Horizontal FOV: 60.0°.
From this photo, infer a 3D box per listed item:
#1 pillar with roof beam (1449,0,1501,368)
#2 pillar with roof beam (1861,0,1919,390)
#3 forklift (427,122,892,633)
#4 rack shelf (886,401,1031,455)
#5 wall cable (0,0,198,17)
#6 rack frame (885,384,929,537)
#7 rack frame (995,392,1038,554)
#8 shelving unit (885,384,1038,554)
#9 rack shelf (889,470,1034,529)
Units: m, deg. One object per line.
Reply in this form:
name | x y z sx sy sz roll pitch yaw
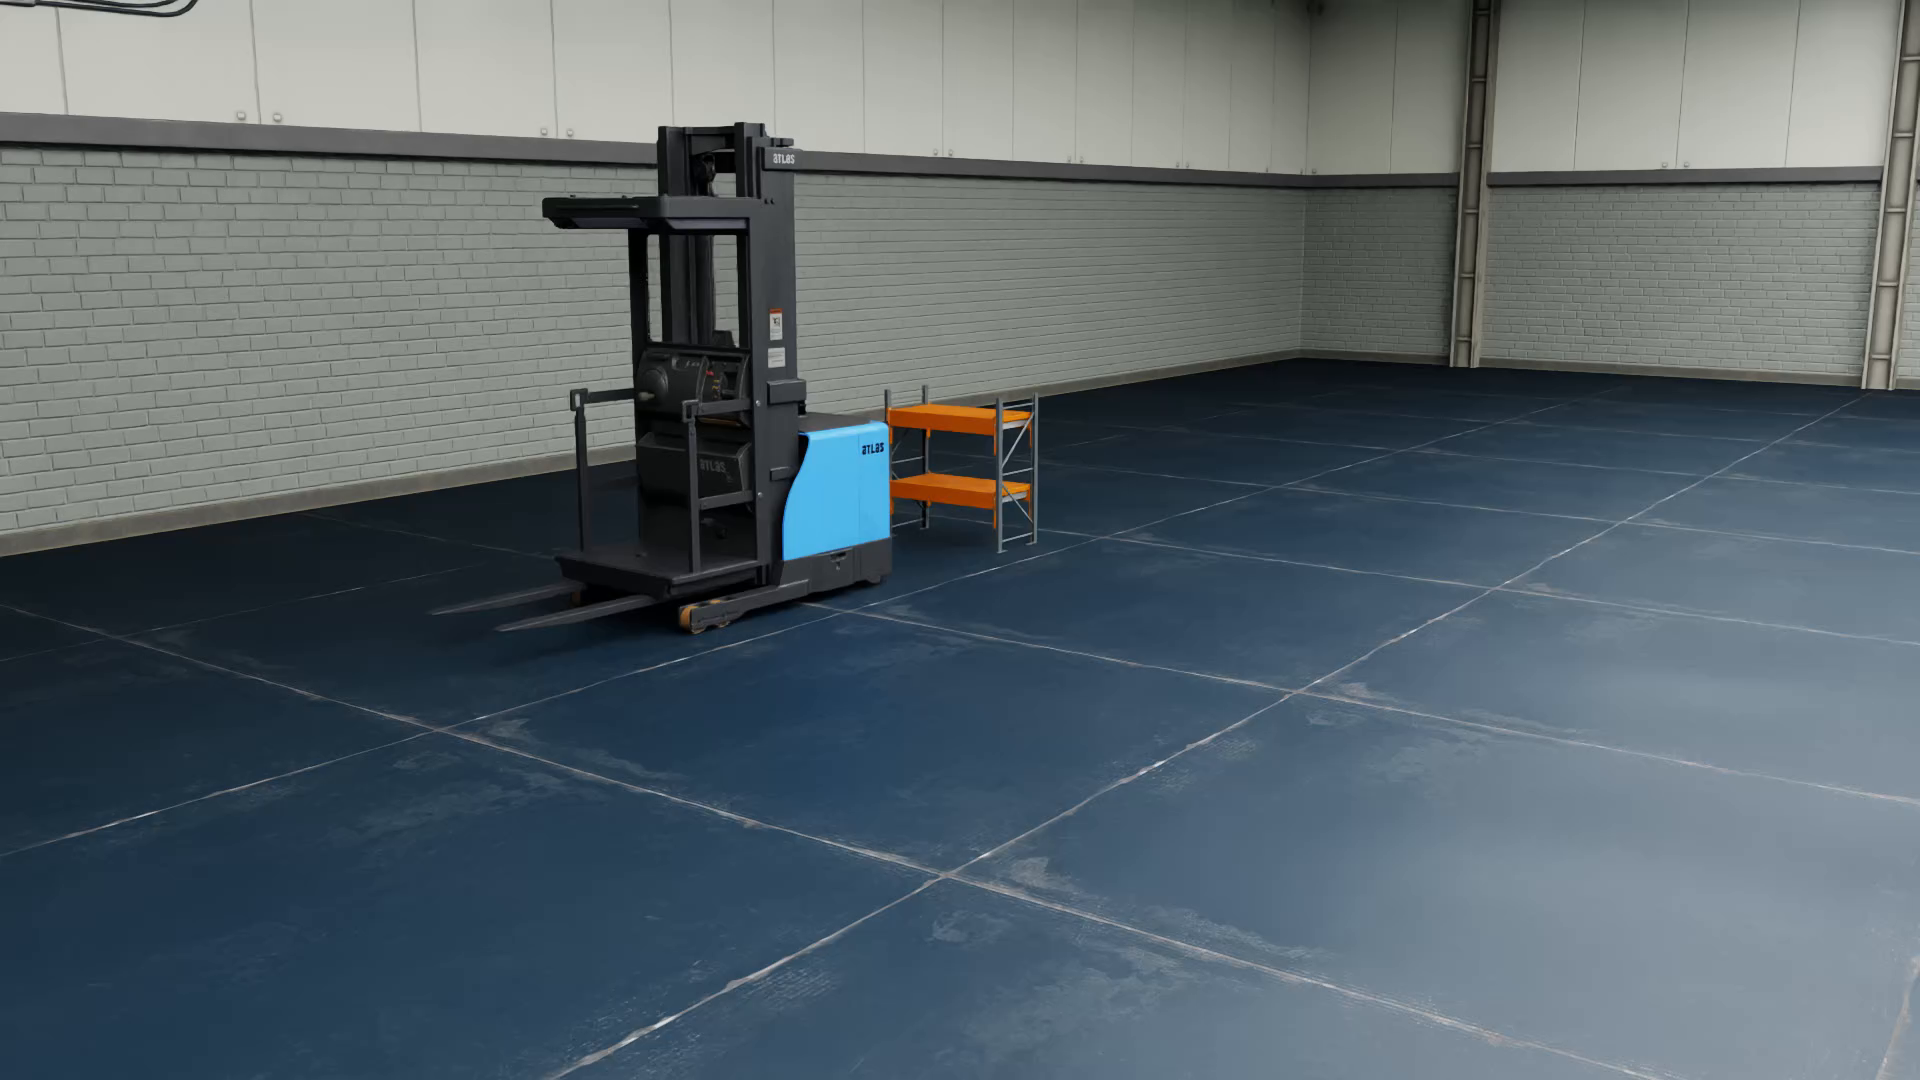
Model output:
pillar with roof beam | 5.693 -6.592 22.910 0.400 9.000 9.100 8 13 36
pillar with roof beam | 10.529 -5.917 19.424 0.400 9.000 9.100 8 13 36
forklift | -1.764 -0.998 9.974 1.130 2.935 3.031 9 14 38
rack shelf | 0.005 -0.839 12.363 1.000 0.278 0.538 8 13 36
wall cable | -6.363 -6.083 11.329 0.169 6.003 2.305 8 13 36
rack frame | -0.404 -0.609 12.714 0.032 1.125 0.500 8 13 36
rack frame | 0.415 -0.494 12.124 0.032 1.125 0.500 8 13 36
shelving unit | 0.005 -0.552 12.419 1.048 1.125 0.538 8 13 36
rack shelf | 0.005 -0.311 12.465 1.000 0.278 0.538 8 13 36
